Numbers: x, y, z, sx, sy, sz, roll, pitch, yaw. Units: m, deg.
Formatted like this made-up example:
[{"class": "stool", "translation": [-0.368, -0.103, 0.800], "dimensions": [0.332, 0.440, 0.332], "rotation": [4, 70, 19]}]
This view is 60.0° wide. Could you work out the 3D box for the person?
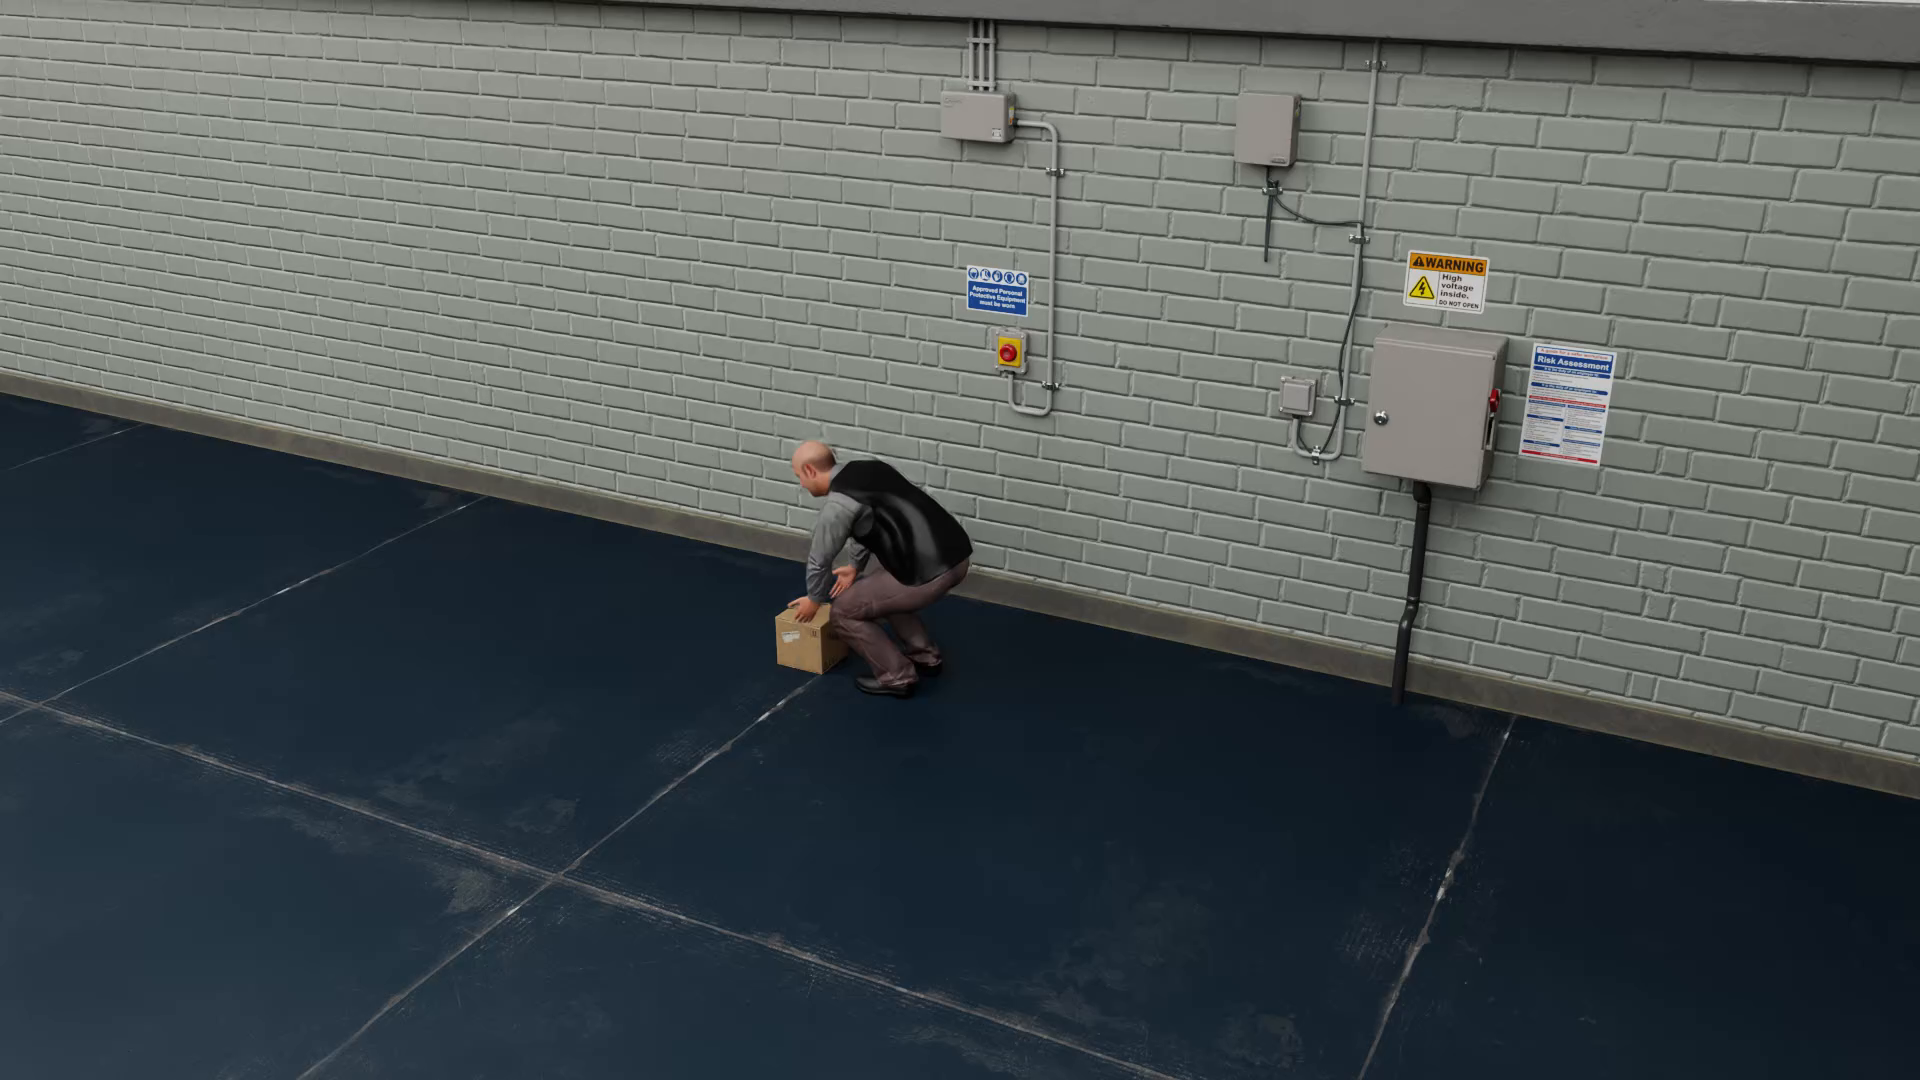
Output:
[{"class": "person", "translation": [-0.377, 0.130, 7.577], "dimensions": [0.823, 1.139, 0.568], "rotation": [11, 25, 25]}]
